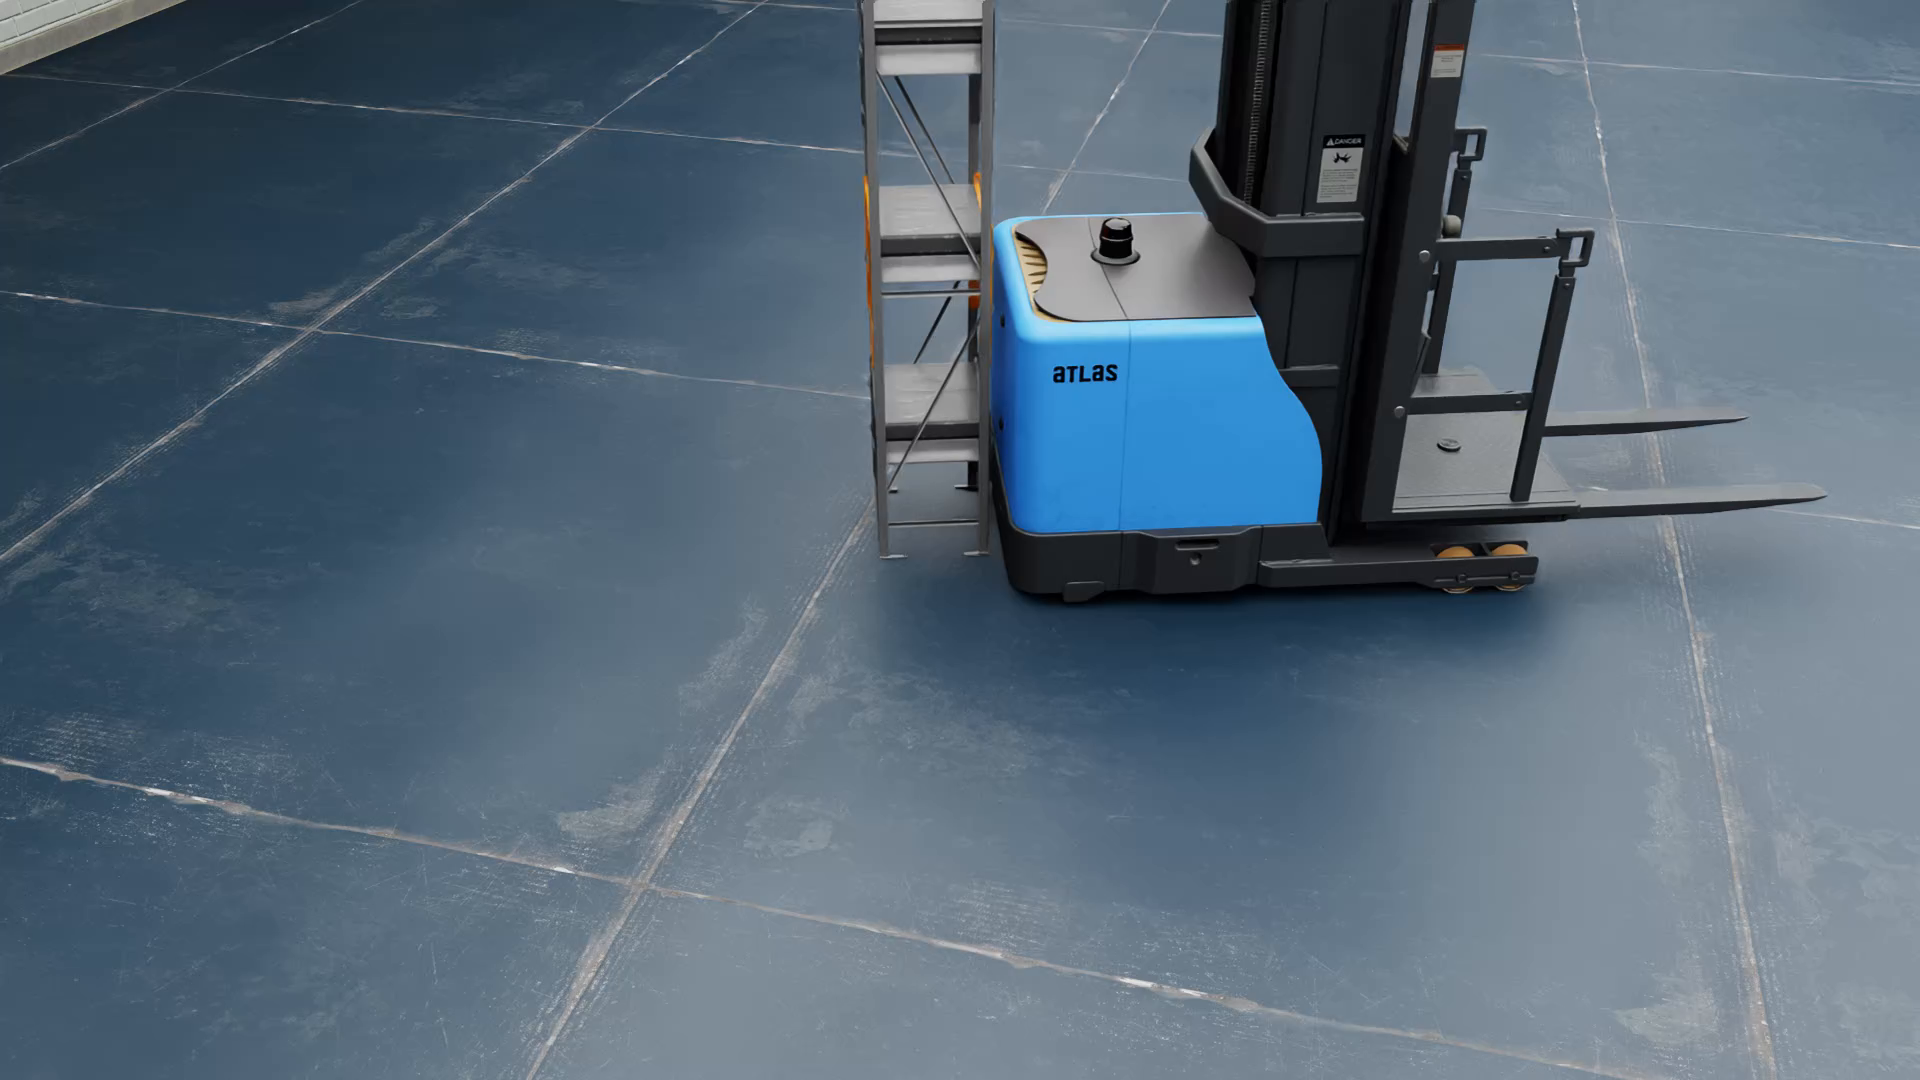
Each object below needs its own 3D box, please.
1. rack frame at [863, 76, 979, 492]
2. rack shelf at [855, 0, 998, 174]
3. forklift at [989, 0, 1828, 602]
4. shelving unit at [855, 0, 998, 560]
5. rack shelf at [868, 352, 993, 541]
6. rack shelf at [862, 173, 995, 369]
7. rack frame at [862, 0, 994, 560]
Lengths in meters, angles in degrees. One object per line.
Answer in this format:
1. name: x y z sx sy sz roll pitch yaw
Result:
1. rack frame: -0.135 -1.084 5.999 0.400 2.100 0.015 -2 33 -4
2. rack shelf: -0.116 -1.533 5.425 0.431 0.518 0.480 -2 33 -4
3. forklift: 1.647 -1.327 5.605 3.031 2.935 1.130 -2 33 -4
4. shelving unit: -0.116 -0.954 5.793 0.431 2.100 0.503 -2 33 -4
5. rack shelf: -0.116 -0.352 6.176 0.431 0.518 0.480 -2 33 -4
6. rack shelf: -0.116 -0.942 5.801 0.431 0.518 0.480 -2 33 -4
7. rack frame: -0.097 -0.823 5.588 0.400 2.100 0.015 -2 33 -4
